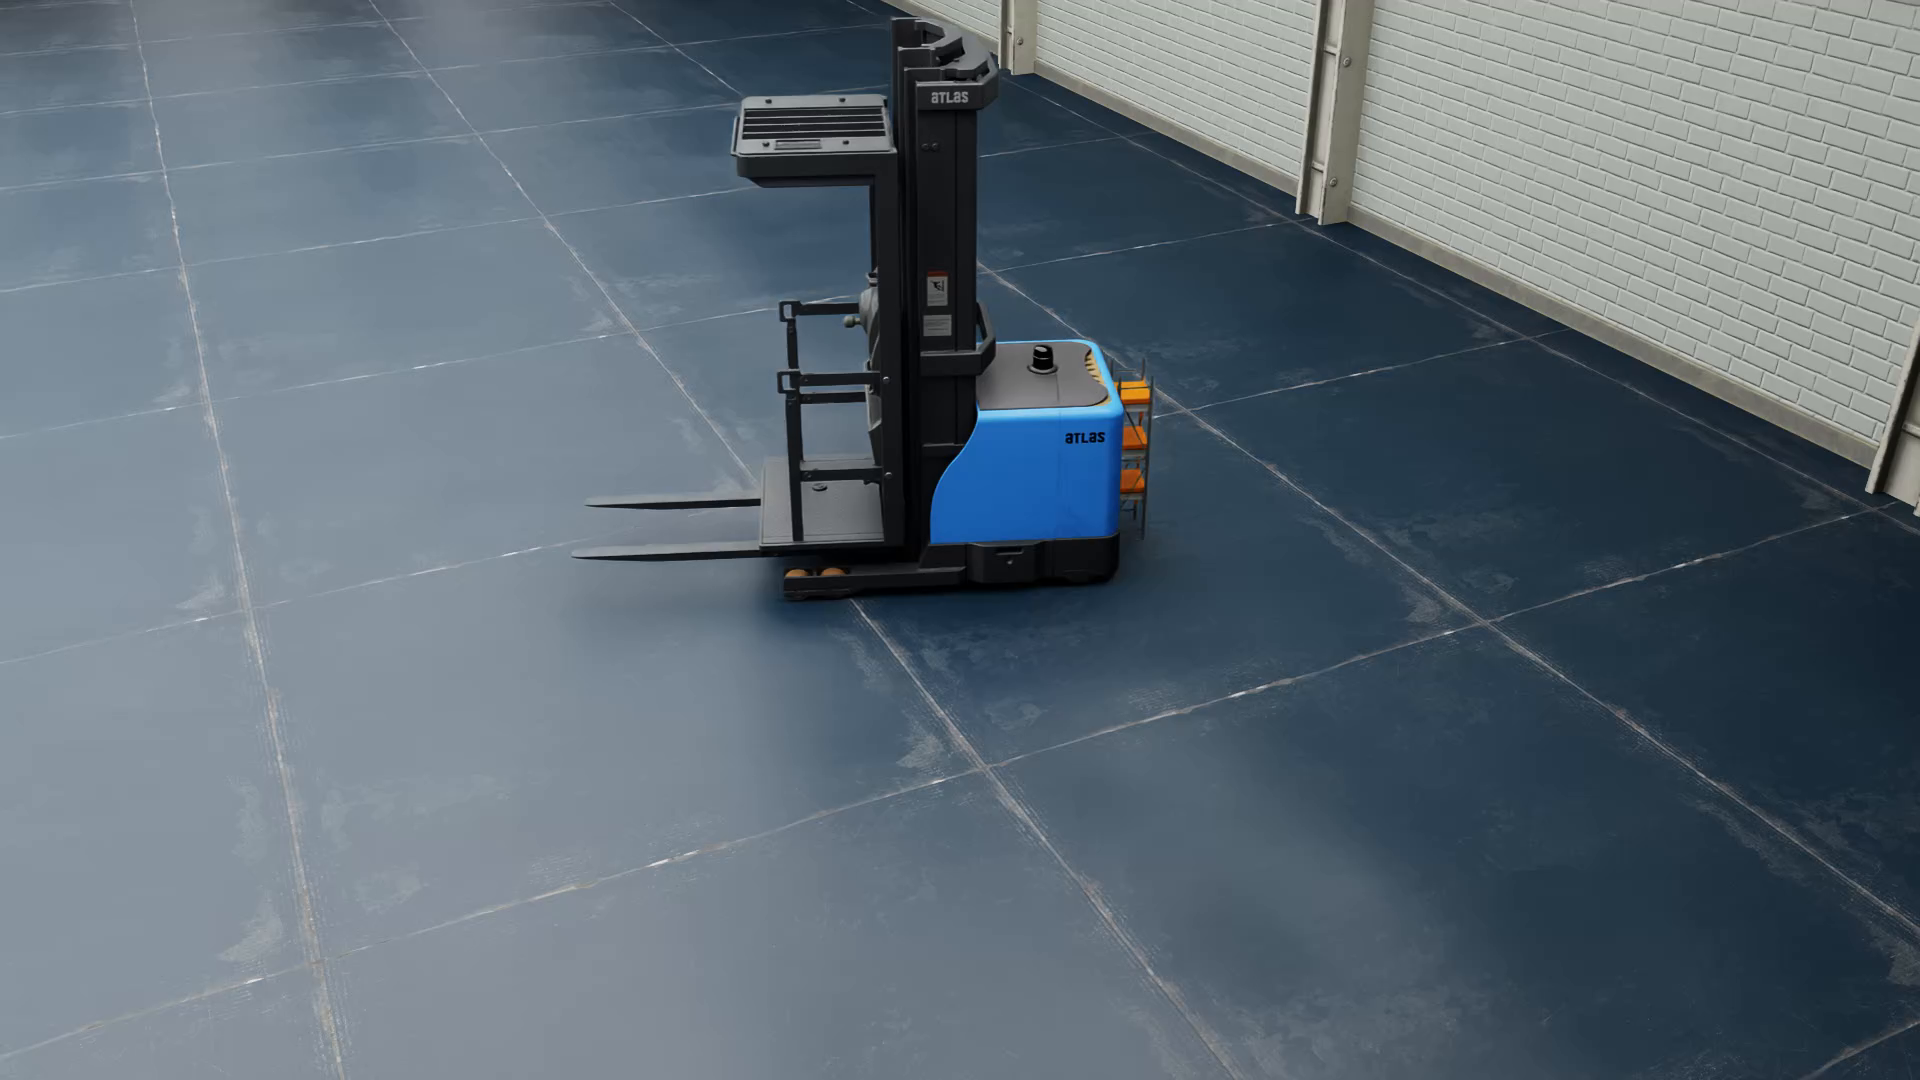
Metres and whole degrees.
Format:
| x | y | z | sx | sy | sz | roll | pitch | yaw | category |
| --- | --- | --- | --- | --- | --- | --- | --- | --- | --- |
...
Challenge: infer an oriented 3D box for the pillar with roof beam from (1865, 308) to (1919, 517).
| x | y | z | sx | sy | sz | roll | pitch | yaw | category |
| --- | --- | --- | --- | --- | --- | --- | --- | --- | --- |
| 1.939 | -3.275 | 6.390 | 9.100 | 9.000 | 0.400 | -13 | 32 | -22 | pillar with roof beam |

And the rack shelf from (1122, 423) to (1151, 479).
| x | y | z | sx | sy | sz | roll | pitch | yaw | category |
| --- | --- | --- | --- | --- | --- | --- | --- | --- | --- |
| 0.966 | -0.503 | 9.595 | 0.215 | 0.259 | 0.240 | -3 | 29 | -5 | rack shelf |

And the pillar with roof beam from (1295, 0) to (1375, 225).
| x | y | z | sx | sy | sz | roll | pitch | yaw | category |
| --- | --- | --- | --- | --- | --- | --- | --- | --- | --- |
| -0.637 | -5.926 | 11.117 | 9.100 | 9.000 | 0.400 | -13 | 32 | -22 | pillar with roof beam |

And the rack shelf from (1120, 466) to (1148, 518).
| x | y | z | sx | sy | sz | roll | pitch | yaw | category |
| --- | --- | --- | --- | --- | --- | --- | --- | --- | --- |
| 0.966 | -0.261 | 9.731 | 0.215 | 0.259 | 0.240 | -3 | 29 | -5 | rack shelf |

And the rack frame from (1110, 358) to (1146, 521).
| x | y | z | sx | sy | sz | roll | pitch | yaw | category |
| --- | --- | --- | --- | --- | --- | --- | --- | --- | --- |
| 0.954 | -0.572 | 9.696 | 0.200 | 1.050 | 0.008 | -3 | 29 | -5 | rack frame |

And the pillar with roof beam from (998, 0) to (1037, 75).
| x | y | z | sx | sy | sz | roll | pitch | yaw | category |
| --- | --- | --- | --- | --- | --- | --- | --- | --- | --- |
| -3.213 | -8.576 | 15.843 | 9.100 | 9.000 | 0.400 | -13 | 32 | -22 | pillar with roof beam |

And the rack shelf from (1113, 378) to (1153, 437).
| x | y | z | sx | sy | sz | roll | pitch | yaw | category |
| --- | --- | --- | --- | --- | --- | --- | --- | --- | --- |
| 0.966 | -0.750 | 9.456 | 0.215 | 0.259 | 0.240 | -3 | 29 | -5 | rack shelf |

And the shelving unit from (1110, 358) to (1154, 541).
| x | y | z | sx | sy | sz | roll | pitch | yaw | category |
| --- | --- | --- | --- | --- | --- | --- | --- | --- | --- |
| 0.966 | -0.512 | 9.590 | 0.215 | 1.050 | 0.252 | -3 | 29 | -5 | shelving unit |

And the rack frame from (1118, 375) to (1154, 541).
| x | y | z | sx | sy | sz | roll | pitch | yaw | category |
| --- | --- | --- | --- | --- | --- | --- | --- | --- | --- |
| 0.978 | -0.453 | 9.484 | 0.200 | 1.050 | 0.008 | -3 | 29 | -5 | rack frame |

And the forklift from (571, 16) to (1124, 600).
| x | y | z | sx | sy | sz | roll | pitch | yaw | category |
| --- | --- | --- | --- | --- | --- | --- | --- | --- | --- |
| -0.655 | -1.218 | 8.925 | 3.031 | 2.935 | 1.130 | -2 | 29 | -4 | forklift |
